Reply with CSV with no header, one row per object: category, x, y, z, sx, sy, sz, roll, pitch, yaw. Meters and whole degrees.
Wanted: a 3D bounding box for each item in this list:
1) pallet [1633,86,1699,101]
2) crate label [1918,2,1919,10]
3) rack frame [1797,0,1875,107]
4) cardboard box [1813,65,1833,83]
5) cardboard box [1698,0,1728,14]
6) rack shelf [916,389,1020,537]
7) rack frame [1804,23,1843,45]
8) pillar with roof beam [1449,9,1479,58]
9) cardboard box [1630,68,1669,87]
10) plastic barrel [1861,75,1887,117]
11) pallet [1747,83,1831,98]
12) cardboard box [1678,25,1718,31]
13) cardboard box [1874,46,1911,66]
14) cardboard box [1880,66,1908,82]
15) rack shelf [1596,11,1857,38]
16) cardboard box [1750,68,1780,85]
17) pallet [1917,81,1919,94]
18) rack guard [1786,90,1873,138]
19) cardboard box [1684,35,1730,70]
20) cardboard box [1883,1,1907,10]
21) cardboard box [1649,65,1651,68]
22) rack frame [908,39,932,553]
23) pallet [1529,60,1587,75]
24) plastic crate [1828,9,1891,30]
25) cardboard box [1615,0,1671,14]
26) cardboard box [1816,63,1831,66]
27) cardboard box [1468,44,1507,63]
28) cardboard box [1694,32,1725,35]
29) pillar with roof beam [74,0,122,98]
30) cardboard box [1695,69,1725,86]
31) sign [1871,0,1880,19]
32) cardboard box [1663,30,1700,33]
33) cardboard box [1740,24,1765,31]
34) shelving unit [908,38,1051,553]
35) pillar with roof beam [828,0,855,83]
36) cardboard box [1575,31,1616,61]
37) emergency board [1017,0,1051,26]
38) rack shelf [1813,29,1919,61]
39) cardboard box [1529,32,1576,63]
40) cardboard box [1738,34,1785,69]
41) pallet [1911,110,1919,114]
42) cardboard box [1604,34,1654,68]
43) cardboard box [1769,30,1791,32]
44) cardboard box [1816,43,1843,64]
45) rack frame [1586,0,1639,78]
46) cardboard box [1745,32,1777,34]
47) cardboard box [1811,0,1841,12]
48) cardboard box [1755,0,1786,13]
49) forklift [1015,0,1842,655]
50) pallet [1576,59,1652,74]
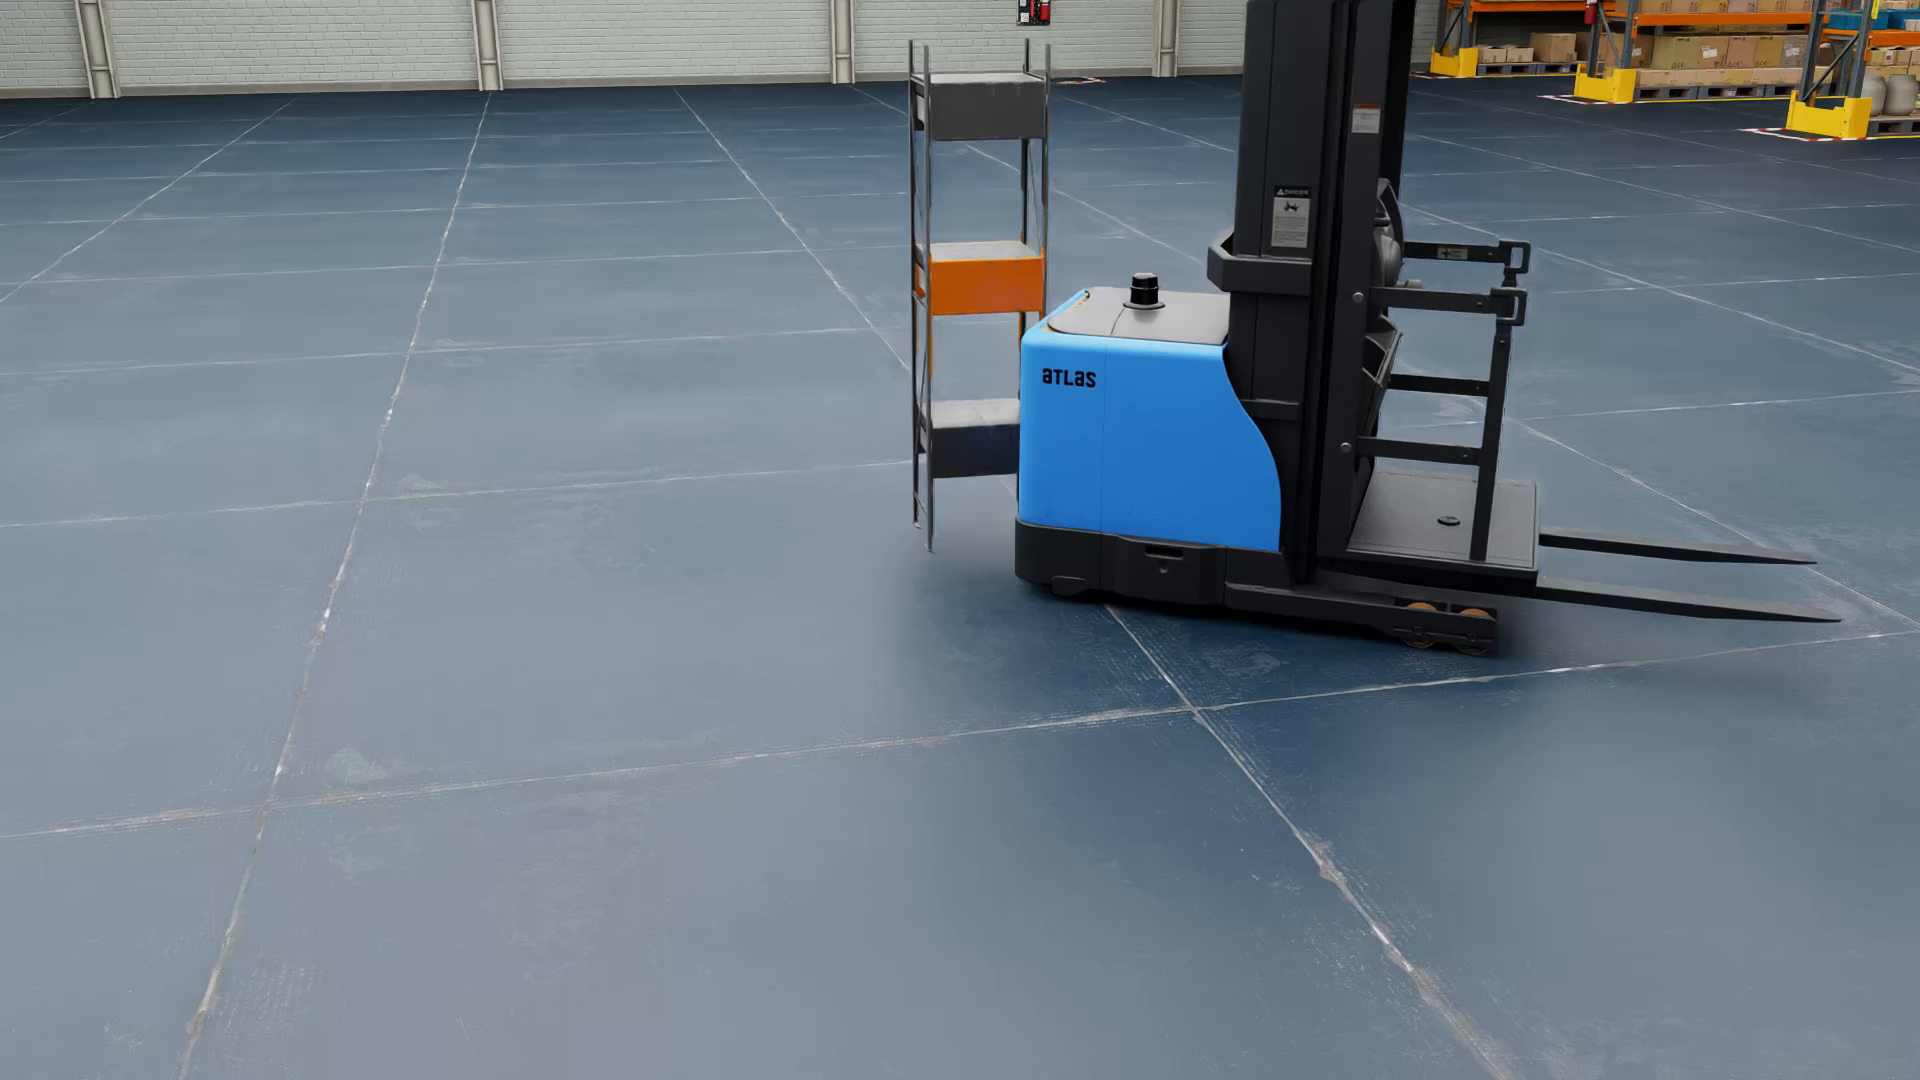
pallet,11.001,-7.206,26.680,1.213,0.211,1.003,-5,21,-12
crate label,13.131,-7.035,22.108,0.616,0.435,0.502,-5,21,-12
rack frame,11.402,-6.783,21.470,0.127,3.000,1.000,-5,21,-12
cardboard box,13.758,-7.554,26.962,0.500,0.250,0.500,-5,21,-12
cardboard box,11.718,-8.601,26.289,0.500,0.500,0.700,-5,21,-12
rack shelf,0.073,-0.343,7.273,0.480,0.518,0.431,-4,20,-11
rack frame,16.908,-10.732,32.251,0.127,3.000,1.000,-5,21,-12
pillar with roof beam,10.595,-11.820,26.499,0.400,9.000,9.100,-5,21,-12
cardboard box,10.839,-7.315,26.310,0.500,0.250,0.500,-5,21,-12
plastic barrel,12.025,-5.889,22.037,0.421,0.512,0.421,0,20,0
pallet,13.375,-7.399,27.207,1.213,0.211,1.003,-5,21,-12
cardboard box,14.155,-9.900,31.885,0.500,0.250,0.500,-5,21,-14
cardboard box,15.107,-7.914,27.130,0.500,0.311,0.500,-5,21,-13
cardboard box,15.106,-7.653,27.232,0.500,0.250,0.500,-4,21,-11
rack shelf,12.212,-8.262,26.553,4.000,0.370,1.077,-5,21,-12
cardboard box,12.786,-7.473,26.741,0.500,0.250,0.500,-5,21,-12
pallet,16.056,-7.617,27.802,1.213,0.211,1.003,-5,21,-12
rack guard,11.465,-5.631,21.959,0.348,0.500,1.175,-5,21,-12
cardboard box,11.809,-7.751,26.411,0.500,0.500,0.500,-5,21,-12
cardboard box,15.068,-8.641,26.909,0.250,0.149,0.380,-5,21,-12
cardboard box,11.204,-7.532,26.902,0.500,0.250,0.500,-5,21,-12
rack frame,-0.167,-0.997,6.982,0.015,2.100,0.400,-4,20,-11
pallet,11.180,-8.943,31.422,1.213,0.211,1.003,-5,21,-12
plastic crate,11.820,-6.853,21.877,0.616,0.251,0.499,-5,21,-12
cardboard box,10.723,-8.521,26.069,0.500,0.500,0.700,-5,21,-12
cardboard box,14.496,-7.794,27.616,0.500,0.250,0.500,-5,21,-13
cardboard box,9.817,-9.068,30.977,0.500,0.311,0.500,-7,21,-19
cardboard box,12.176,-7.964,26.993,0.500,0.500,0.500,-5,21,-12
pillar with roof beam,-12.761,-9.920,21.313,0.400,9.000,9.100,-5,21,-12
cardboard box,11.812,-7.395,26.529,0.500,0.250,0.500,-5,21,-12
sign,11.525,-6.728,20.918,0.005,0.325,0.100,-5,21,-12
cardboard box,13.728,-9.512,31.915,0.500,0.500,0.700,-4,20,-11
cardboard box,15.151,-9.976,32.092,0.500,0.250,0.500,-5,21,-13
shelving unit,0.073,-1.013,7.027,0.503,2.100,0.431,-4,20,-11
pillar with roof beam,-1.083,-10.870,23.906,0.400,9.000,9.100,-5,21,-12
cardboard box,12.014,-9.353,31.480,0.500,0.500,0.500,-6,21,-17
emergency board,1.352,-9.786,29.669,0.643,1.169,0.194,-5,21,-12
rack shelf,13.349,-6.603,22.026,4.000,0.370,1.077,-5,21,-12
cardboard box,11.097,-9.243,31.180,0.500,0.500,0.700,-6,21,-16
cardboard box,12.783,-7.829,26.624,0.500,0.500,0.500,-5,21,-12
pallet,13.442,-5.653,22.440,1.213,0.211,1.003,-5,21,-12
cardboard box,10.719,-7.841,26.656,0.500,0.500,0.500,-5,21,-12
cardboard box,15.691,-9.689,32.397,0.500,0.500,0.700,-5,21,-13
cardboard box,14.487,-8.055,27.515,0.500,0.311,0.500,-5,21,-12
rack frame,10.266,-8.441,25.997,0.127,3.000,1.000,-5,21,-12
cardboard box,13.151,-8.042,27.203,0.500,0.500,0.500,-5,21,-12
cardboard box,13.728,-8.767,26.742,0.500,0.500,0.700,-5,21,-14
cardboard box,12.727,-8.685,26.518,0.500,0.500,0.700,-4,21,-12
forklift,1.796,-1.157,6.211,3.031,2.935,1.130,7,21,17
pallet,12.370,-9.041,31.689,1.213,0.211,1.003,-5,21,-12
